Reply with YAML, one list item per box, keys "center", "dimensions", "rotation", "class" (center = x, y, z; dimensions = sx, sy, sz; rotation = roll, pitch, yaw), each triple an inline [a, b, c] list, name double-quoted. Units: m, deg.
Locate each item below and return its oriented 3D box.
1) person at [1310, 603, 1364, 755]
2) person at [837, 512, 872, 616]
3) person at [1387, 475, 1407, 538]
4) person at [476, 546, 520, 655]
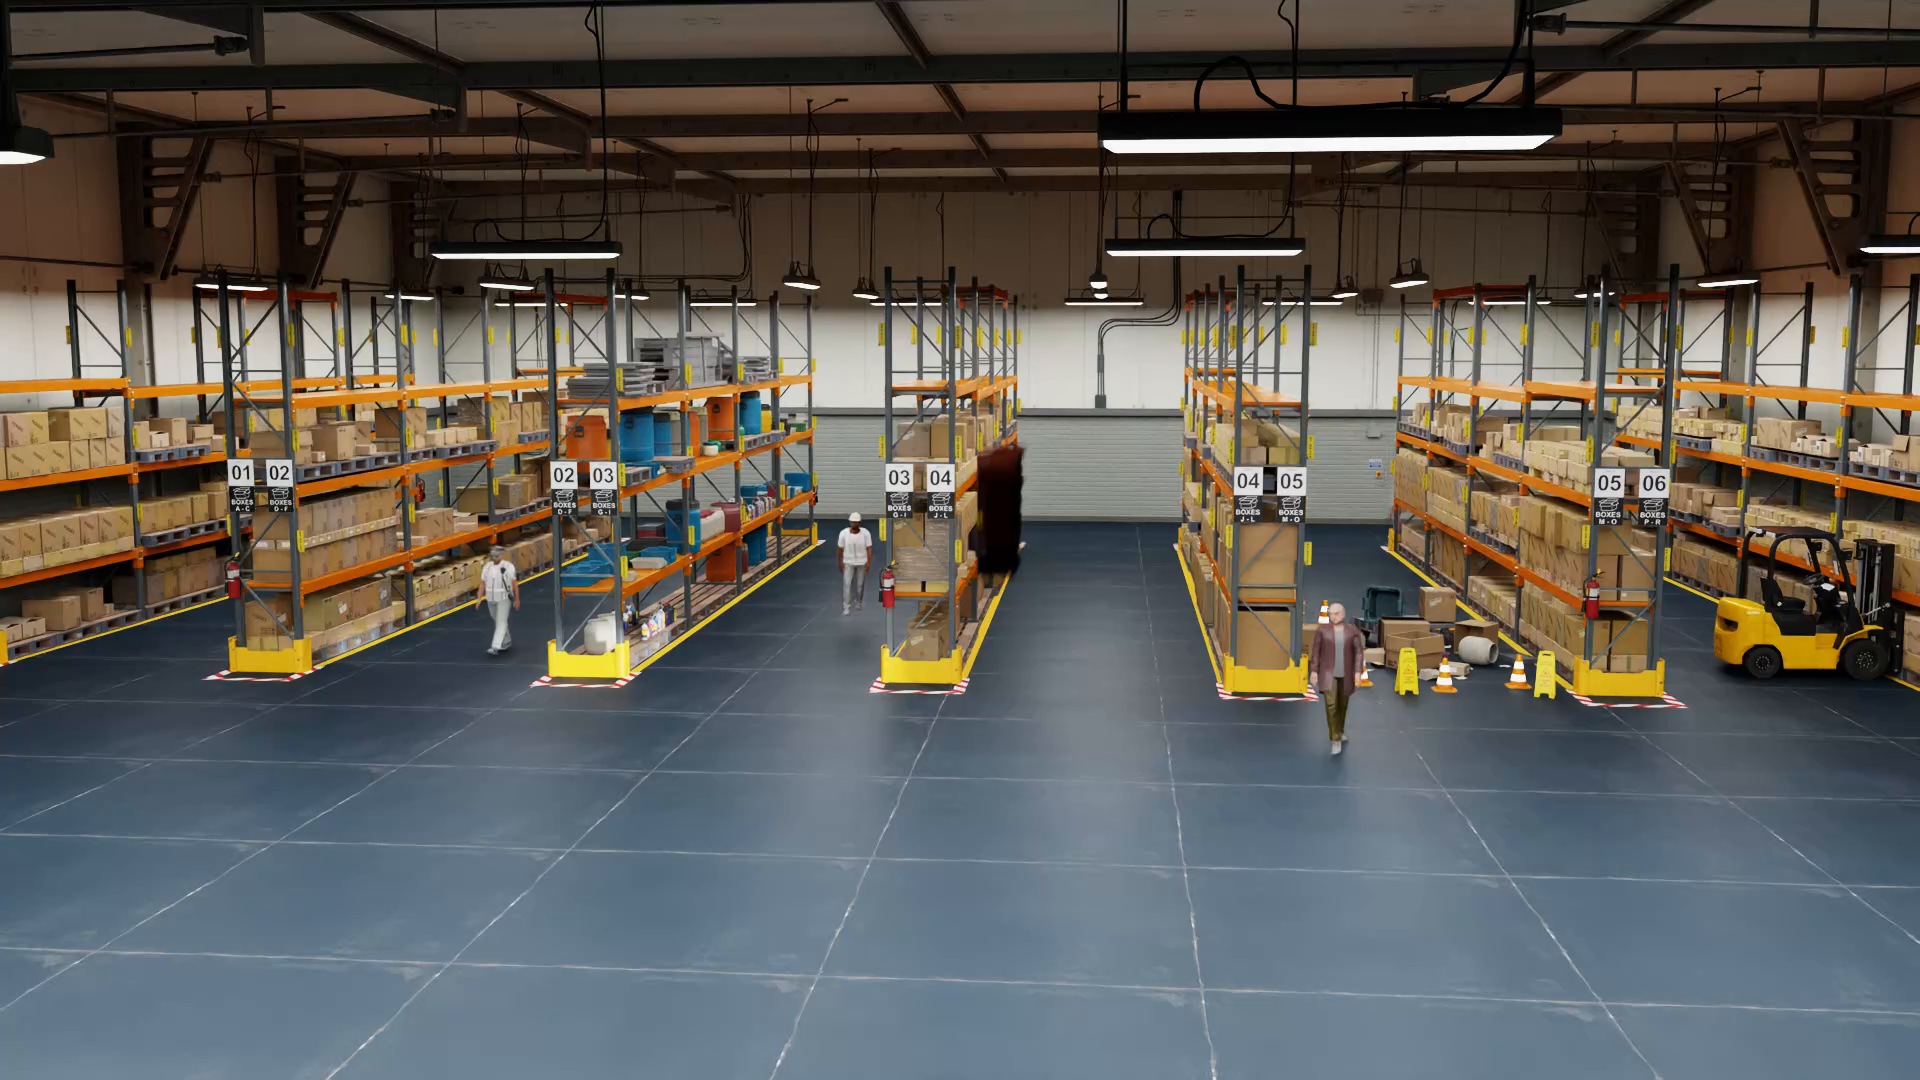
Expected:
- center: [4.616, 1.659, 20.316]
  dimensions: [0.624, 1.769, 0.895]
  rotation: [0, 7, 2]
  class: "person"
- center: [-1.780, 0.393, 28.297]
  dimensions: [0.584, 1.713, 0.973]
  rotation: [-1, 7, -8]
  class: "person"
- center: [10.937, -0.867, 41.425]
  dimensions: [0.593, 1.659, 0.438]
  rotation: [-1, 7, -9]
  class: "person"
- center: [-7.363, 0.946, 26.357]
  dimensions: [0.593, 1.707, 0.955]
  rotation: [2, 7, 14]
  class: "person"
